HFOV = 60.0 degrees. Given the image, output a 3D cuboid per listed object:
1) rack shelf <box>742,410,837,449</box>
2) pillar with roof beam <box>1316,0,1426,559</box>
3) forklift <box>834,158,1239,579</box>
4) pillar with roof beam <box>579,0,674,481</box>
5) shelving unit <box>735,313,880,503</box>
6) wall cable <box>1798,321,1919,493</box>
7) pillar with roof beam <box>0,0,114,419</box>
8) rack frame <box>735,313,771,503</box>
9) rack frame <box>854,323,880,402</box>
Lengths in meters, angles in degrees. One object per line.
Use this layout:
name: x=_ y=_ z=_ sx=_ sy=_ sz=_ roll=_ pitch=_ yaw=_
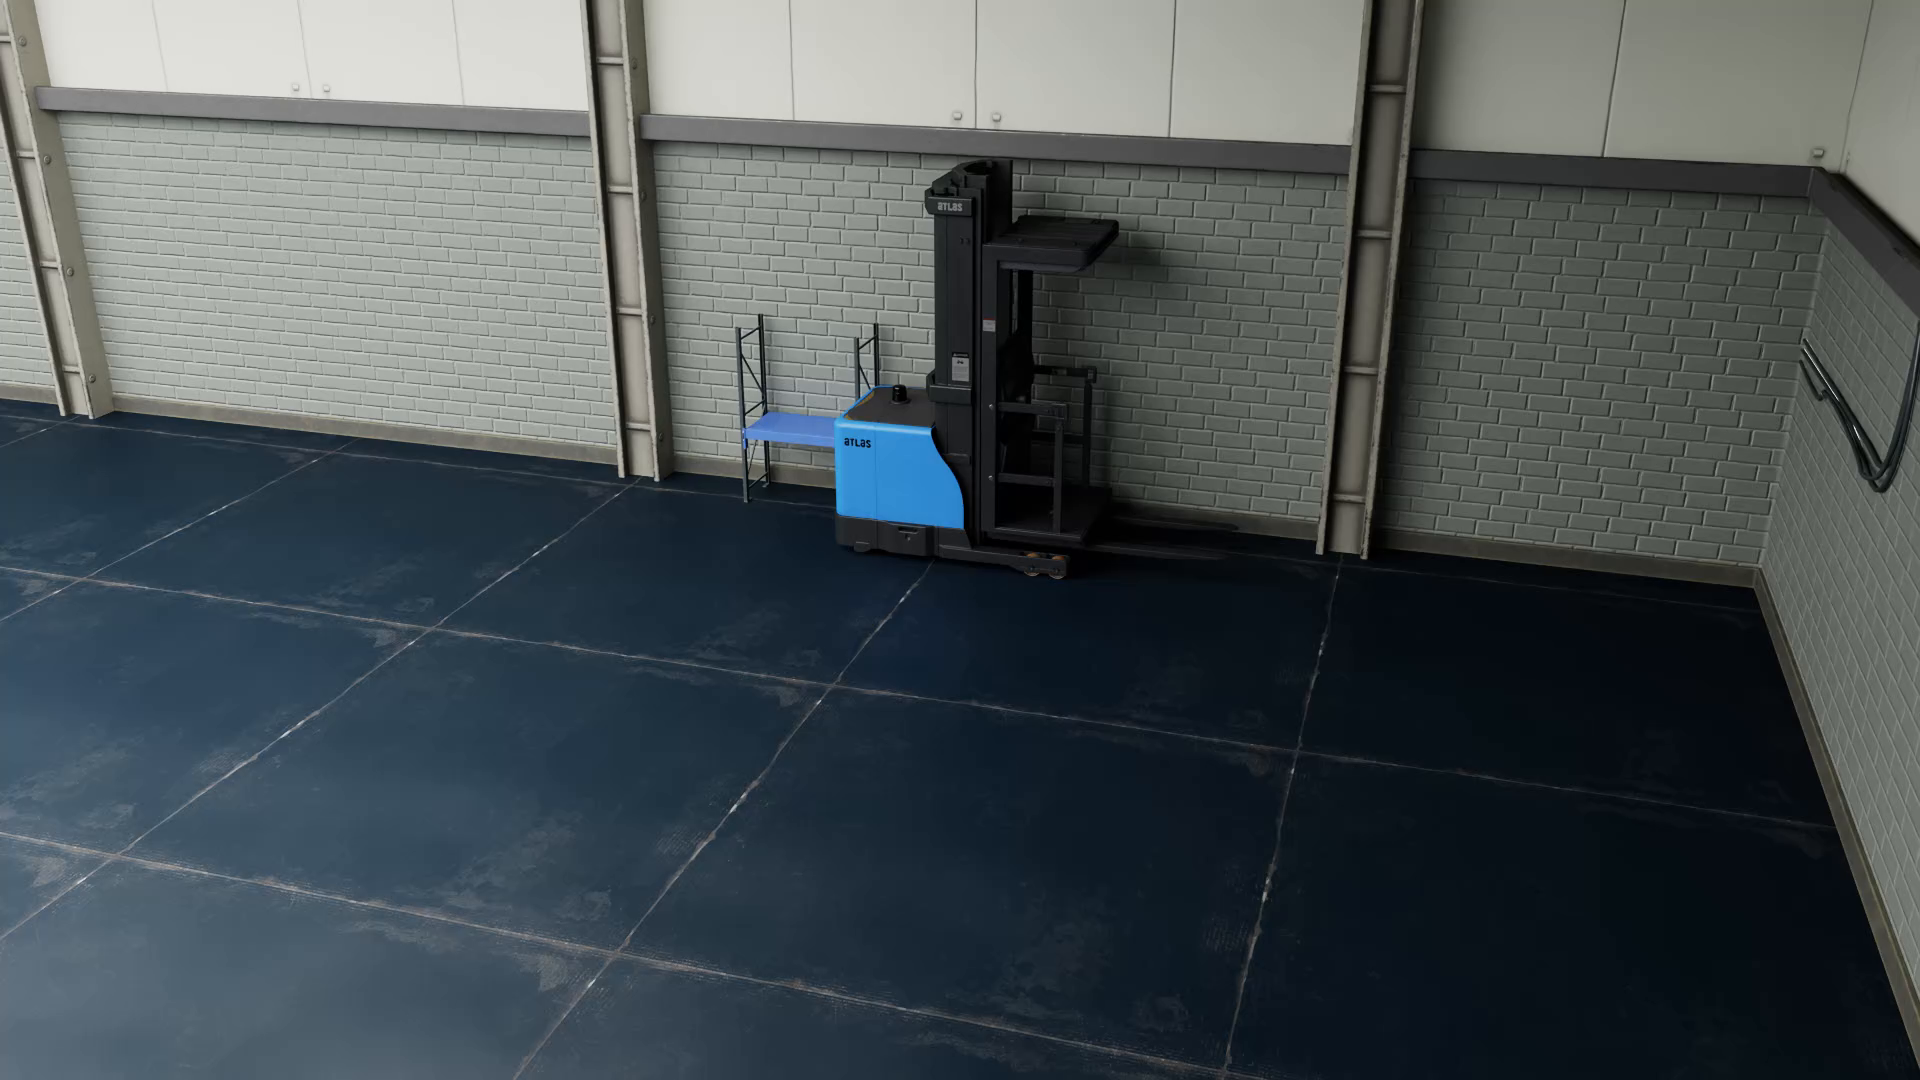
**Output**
rack shelf: x=-1.236 y=-0.875 z=13.805 sx=1.000 sy=0.185 sz=0.538 roll=7 pitch=23 yaw=16
pillar with roof beam: x=1.754 y=-2.527 z=7.477 sx=0.400 sy=9.000 sz=9.100 roll=7 pitch=23 yaw=16
forklift: x=0.605 y=-1.289 z=12.456 sx=3.031 sy=2.935 sz=1.130 roll=6 pitch=23 yaw=15
pillar with roof beam: x=-3.990 y=-3.184 z=9.081 sx=0.400 sy=9.000 sz=9.100 roll=7 pitch=23 yaw=16
shelving unit: x=-1.236 y=-1.041 z=13.737 sx=1.048 sy=1.500 sz=0.538 roll=7 pitch=23 yaw=16
wall cable: x=5.436 y=-1.851 z=9.921 sx=0.112 sy=2.526 sz=3.097 roll=7 pitch=23 yaw=16
pillar with roof beam: x=-9.734 y=-3.842 z=10.684 sx=0.400 sy=9.000 sz=9.100 roll=7 pitch=23 yaw=16
rack frame: x=-1.722 y=-1.098 z=13.875 sx=0.032 sy=1.500 sz=0.500 roll=7 pitch=23 yaw=16
rack frame: x=-0.751 y=-0.984 z=13.599 sx=0.032 sy=1.500 sz=0.500 roll=7 pitch=23 yaw=16
